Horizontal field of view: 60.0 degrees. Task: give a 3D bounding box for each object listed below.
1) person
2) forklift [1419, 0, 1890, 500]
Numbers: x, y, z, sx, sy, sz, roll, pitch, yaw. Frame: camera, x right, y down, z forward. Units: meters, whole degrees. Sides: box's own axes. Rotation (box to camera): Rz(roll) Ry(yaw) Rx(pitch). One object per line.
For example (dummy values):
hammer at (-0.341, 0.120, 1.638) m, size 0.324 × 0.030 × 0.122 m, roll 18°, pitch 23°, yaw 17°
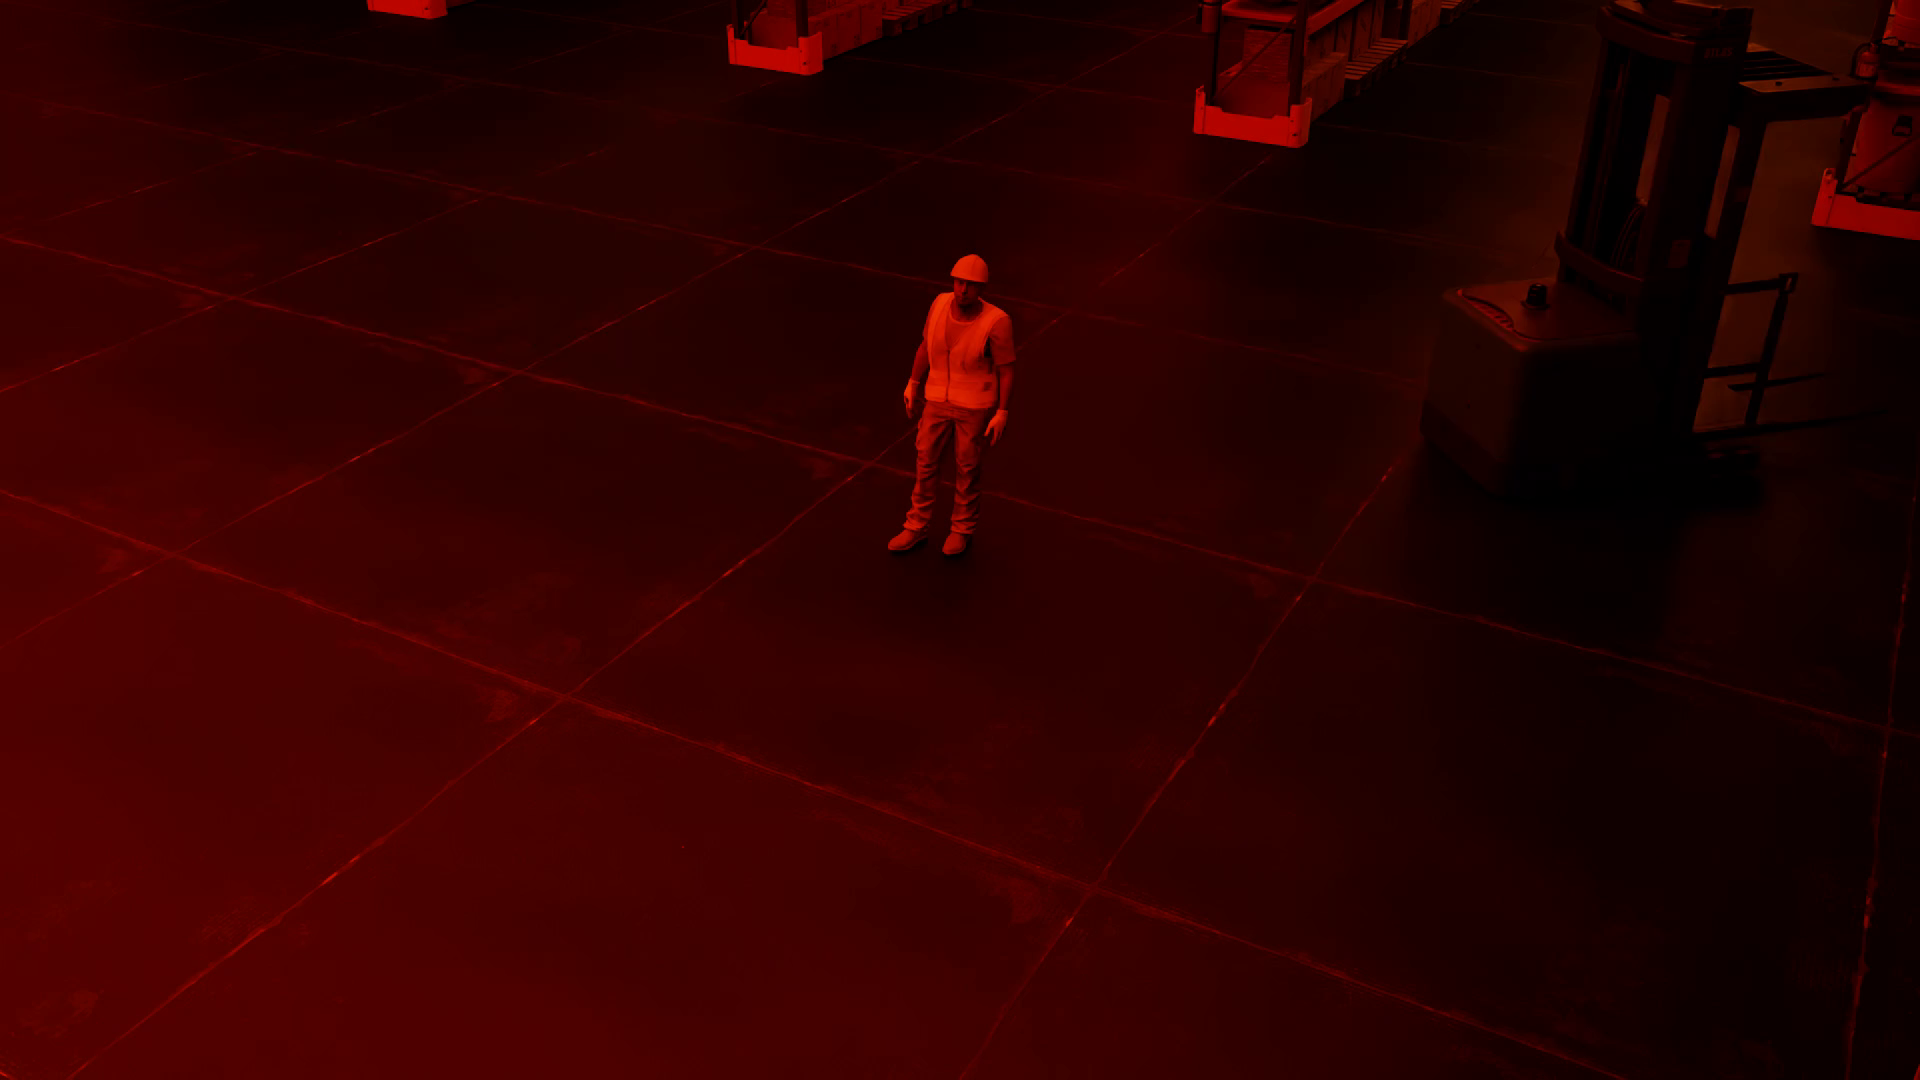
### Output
person at (-0.043, -0.750, 9.503) m, size 0.656 × 1.782 × 0.577 m, roll 15°, pitch 33°, yaw 25°
forklift at (4.647, -1.913, 10.386) m, size 3.031 × 2.935 × 1.130 m, roll -8°, pitch 31°, yaw -13°
